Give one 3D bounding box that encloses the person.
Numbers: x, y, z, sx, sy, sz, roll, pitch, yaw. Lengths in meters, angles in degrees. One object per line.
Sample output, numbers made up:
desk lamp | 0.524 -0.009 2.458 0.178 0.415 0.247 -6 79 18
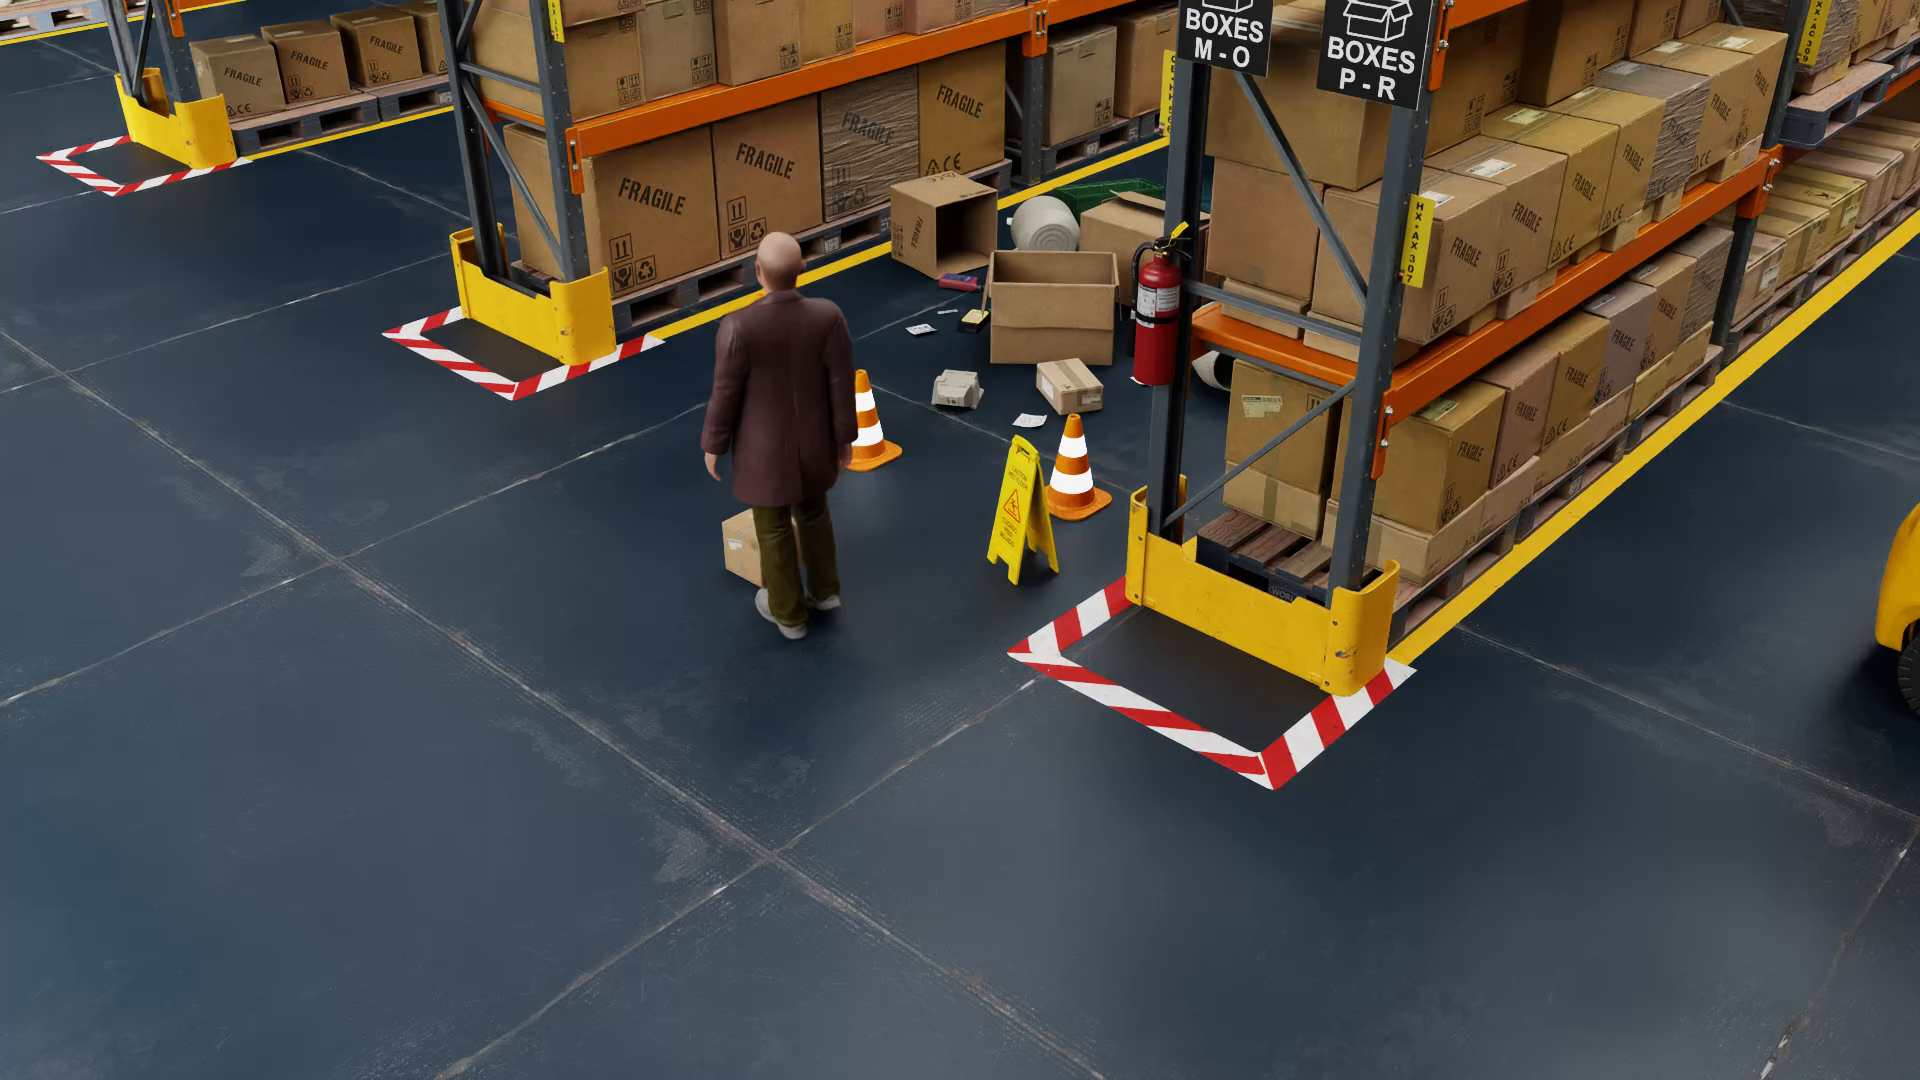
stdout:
person | -0.749 -0.416 6.841 0.571 1.775 0.448 -11 33 -18
